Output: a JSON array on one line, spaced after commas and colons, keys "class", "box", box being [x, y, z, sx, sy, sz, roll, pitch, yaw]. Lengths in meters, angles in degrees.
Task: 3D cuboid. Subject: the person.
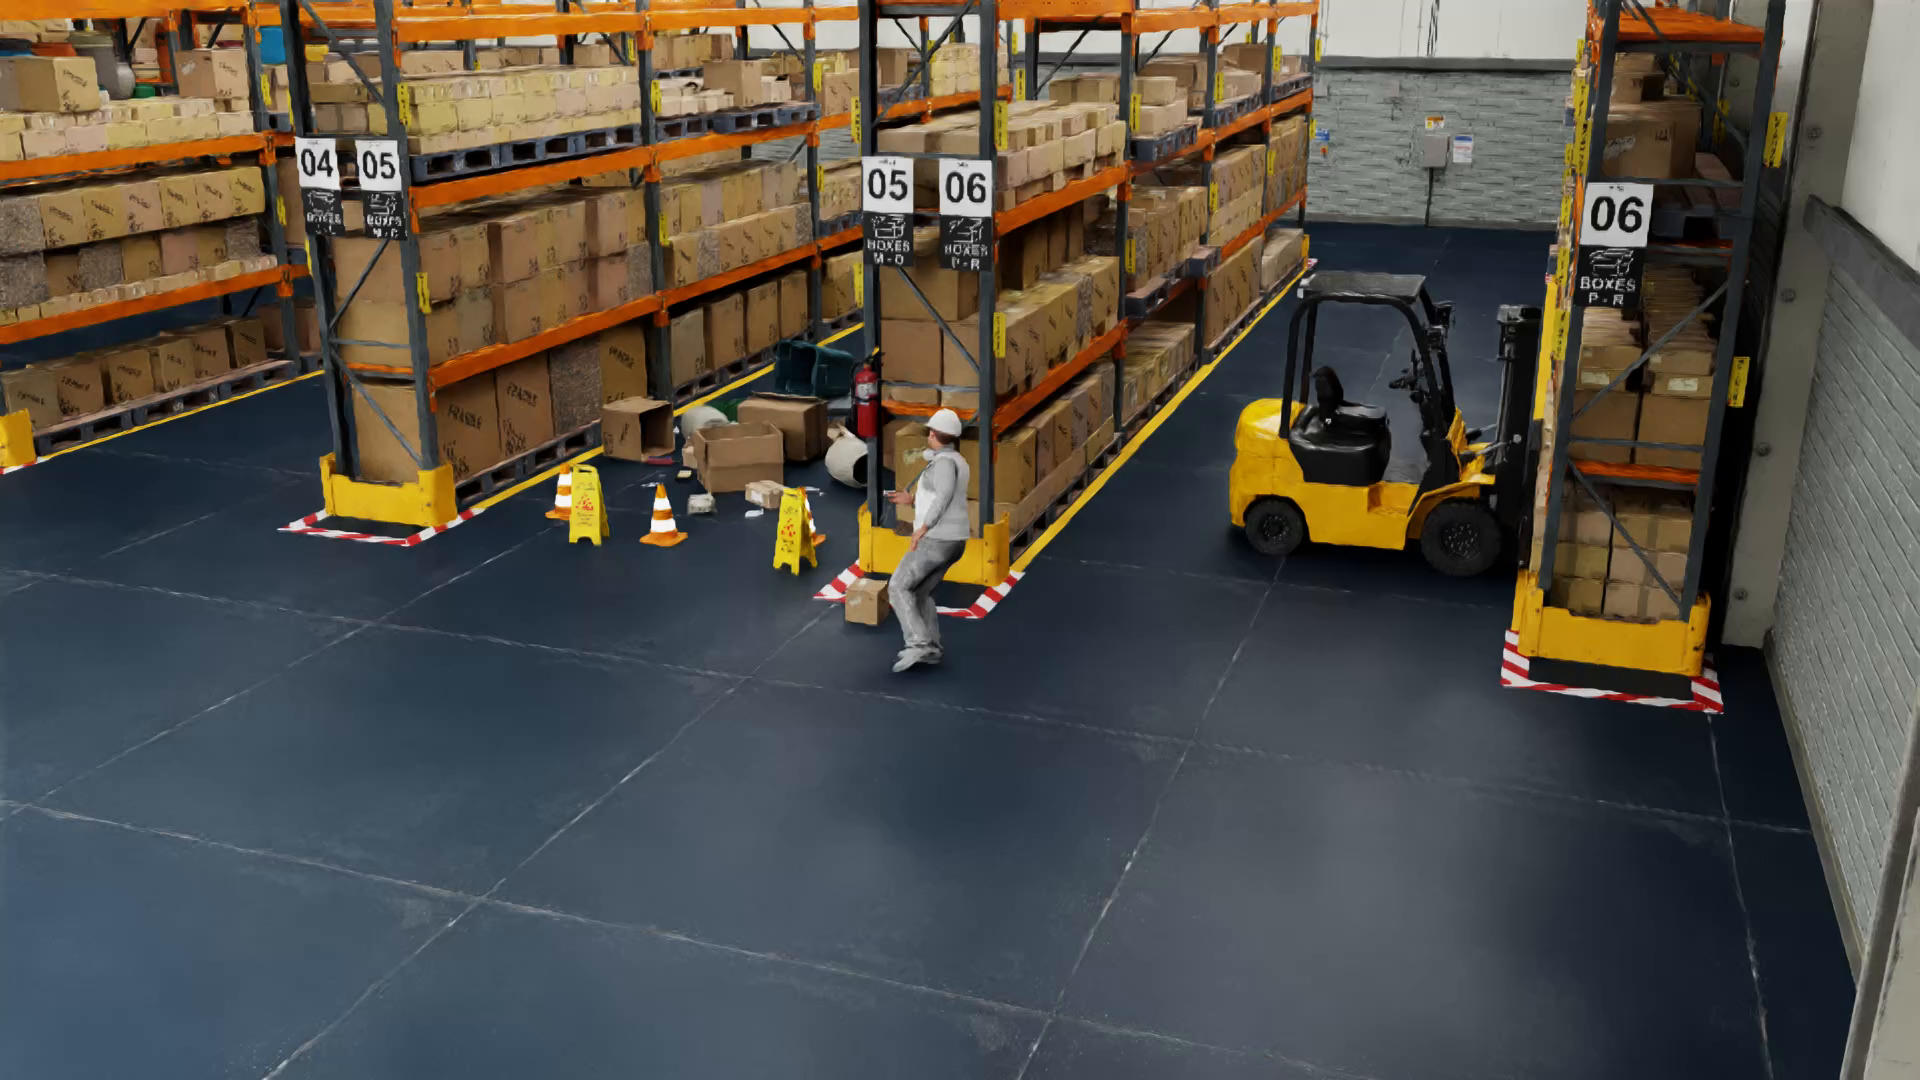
[{"class": "person", "box": [-0.255, -0.012, 11.249, 0.569, 1.653, 0.895, 6, 19, 16]}]
